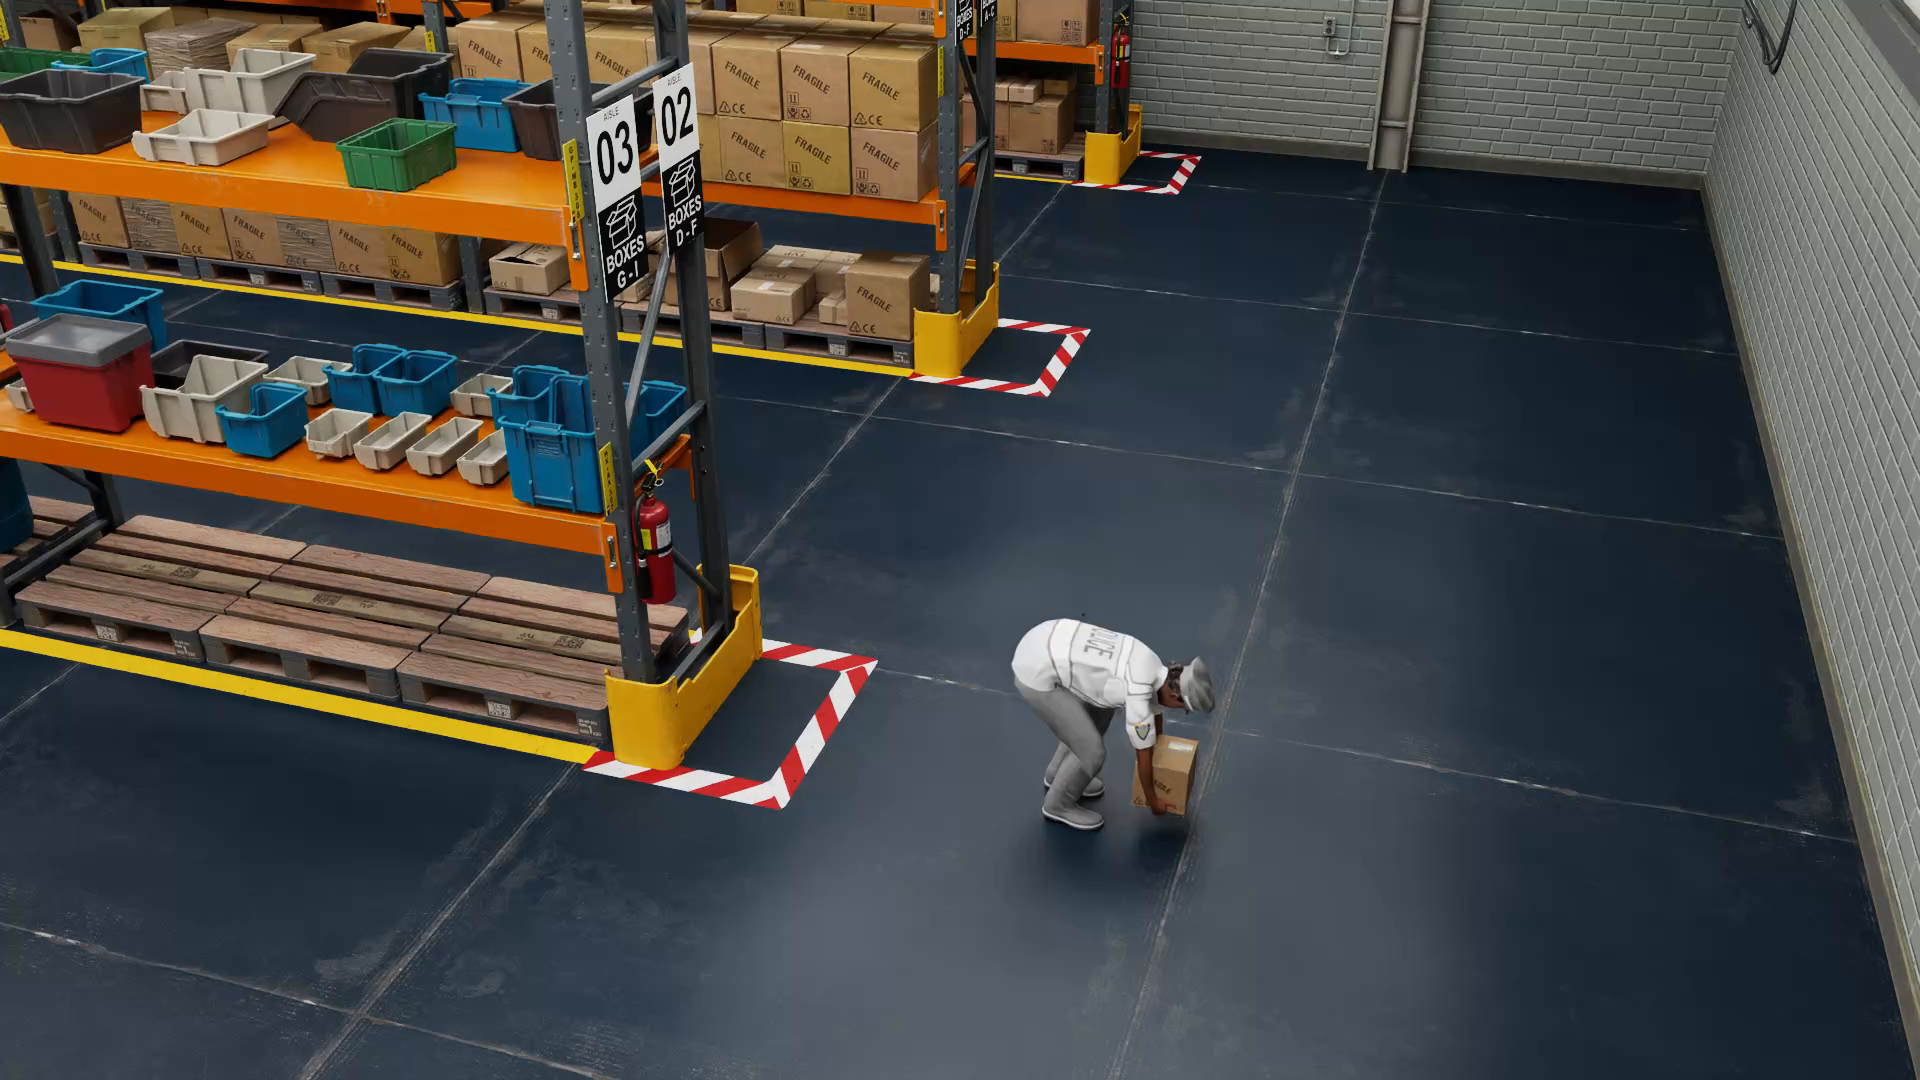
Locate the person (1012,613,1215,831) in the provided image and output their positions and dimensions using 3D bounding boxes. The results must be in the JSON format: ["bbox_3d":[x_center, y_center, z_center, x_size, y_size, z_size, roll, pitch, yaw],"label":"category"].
[{"bbox_3d":[0.700,0.858,7.668,0.927,0.987,0.444,7,30,13],"label":"person"}]
